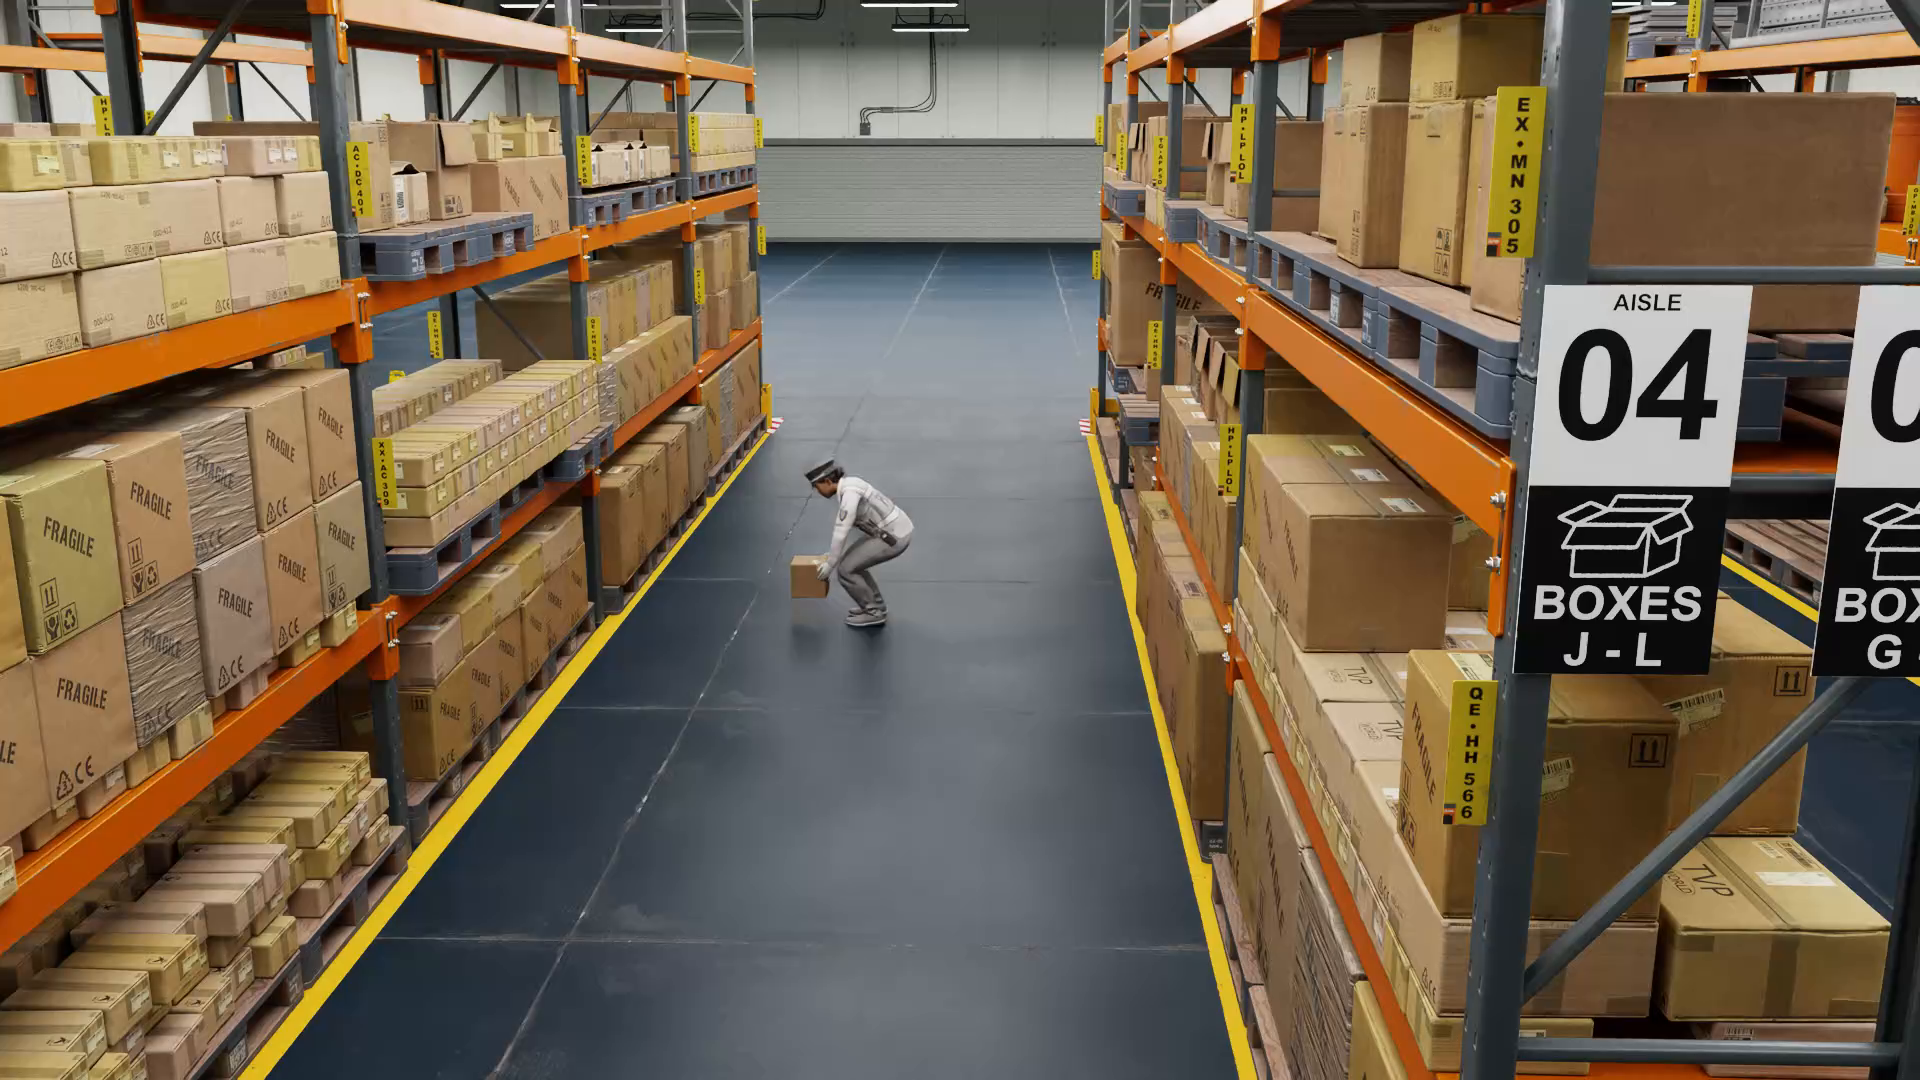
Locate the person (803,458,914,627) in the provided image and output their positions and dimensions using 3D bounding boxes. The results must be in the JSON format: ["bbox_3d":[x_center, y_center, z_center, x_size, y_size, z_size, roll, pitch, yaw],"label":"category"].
[{"bbox_3d":[-0.730,0.007,11.917,0.771,1.213,0.527,0,14,1],"label":"person"}]
